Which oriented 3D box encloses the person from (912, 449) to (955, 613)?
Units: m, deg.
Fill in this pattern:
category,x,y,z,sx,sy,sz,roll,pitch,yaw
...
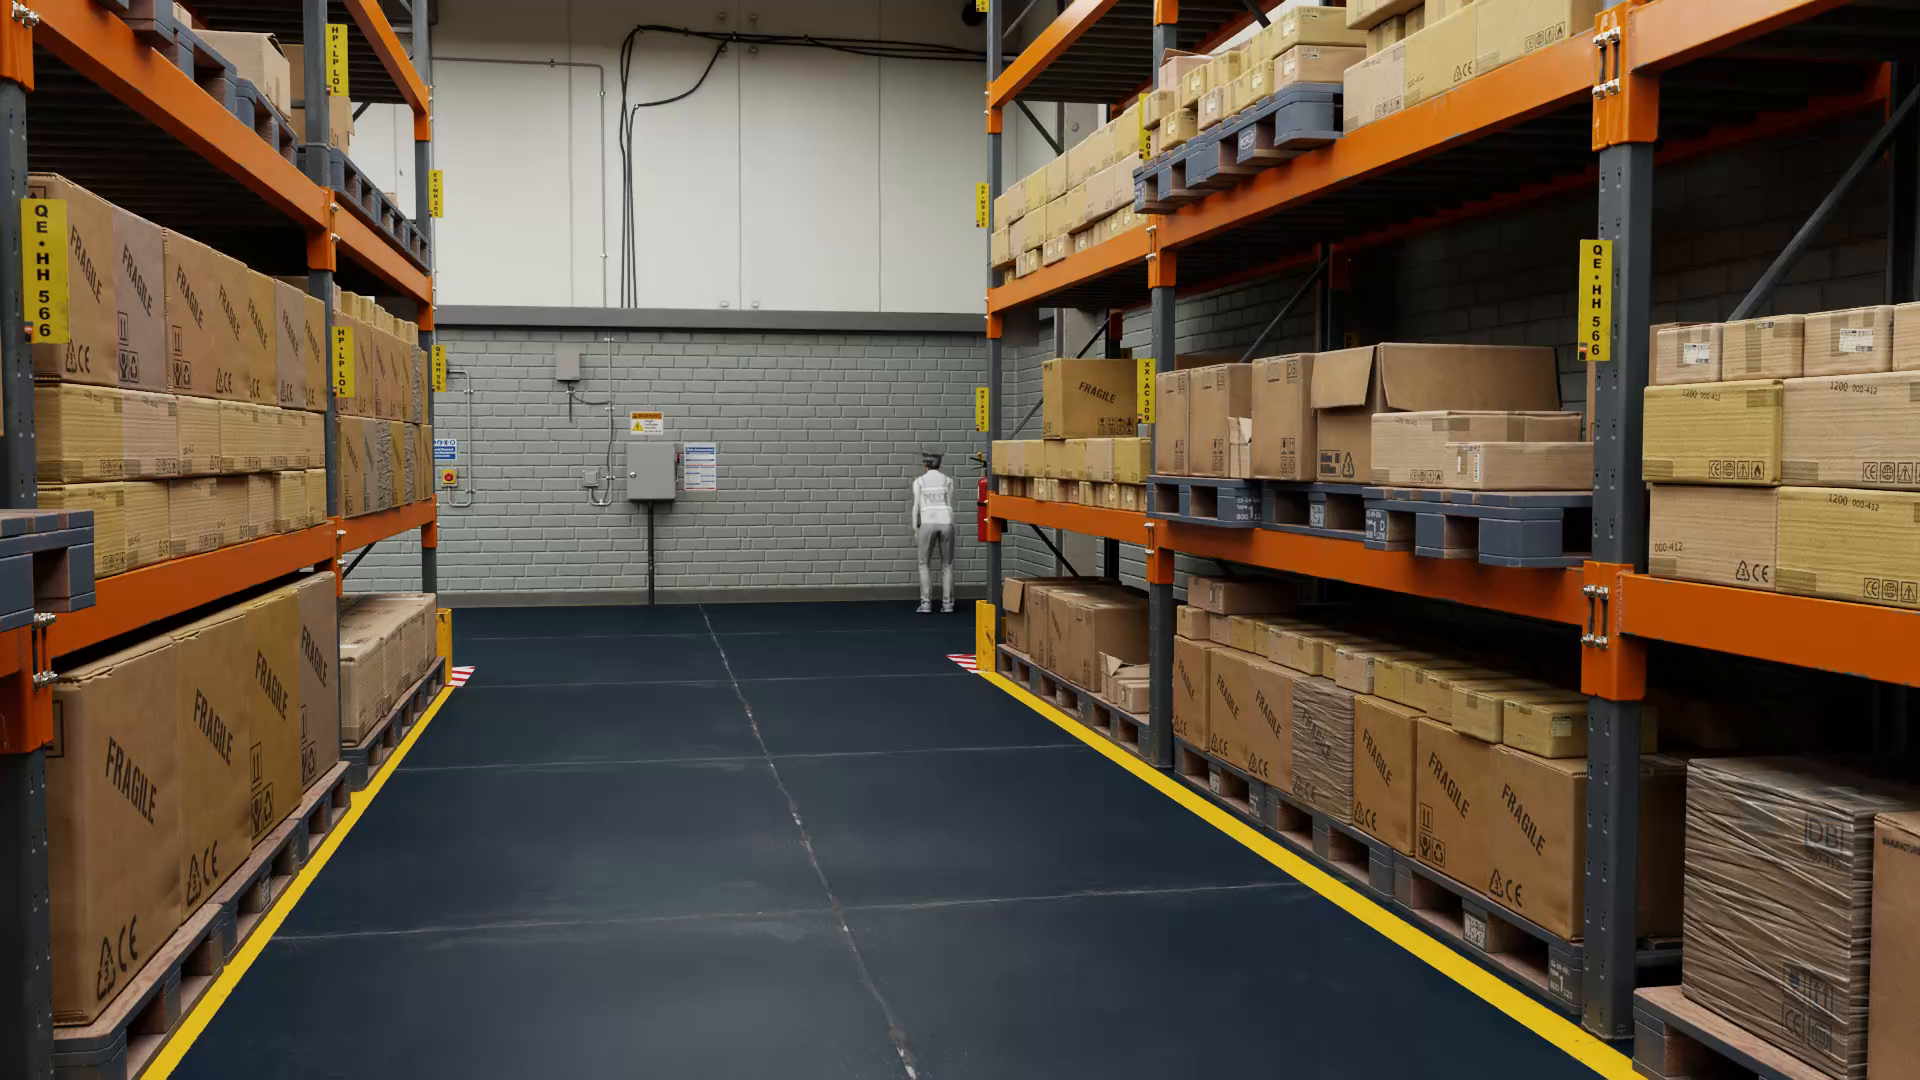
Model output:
category,x,y,z,sx,sy,sz,roll,pitch,yaw
person,-0.270,-0.090,16.713,0.413,1.648,0.549,-1,3,-12
